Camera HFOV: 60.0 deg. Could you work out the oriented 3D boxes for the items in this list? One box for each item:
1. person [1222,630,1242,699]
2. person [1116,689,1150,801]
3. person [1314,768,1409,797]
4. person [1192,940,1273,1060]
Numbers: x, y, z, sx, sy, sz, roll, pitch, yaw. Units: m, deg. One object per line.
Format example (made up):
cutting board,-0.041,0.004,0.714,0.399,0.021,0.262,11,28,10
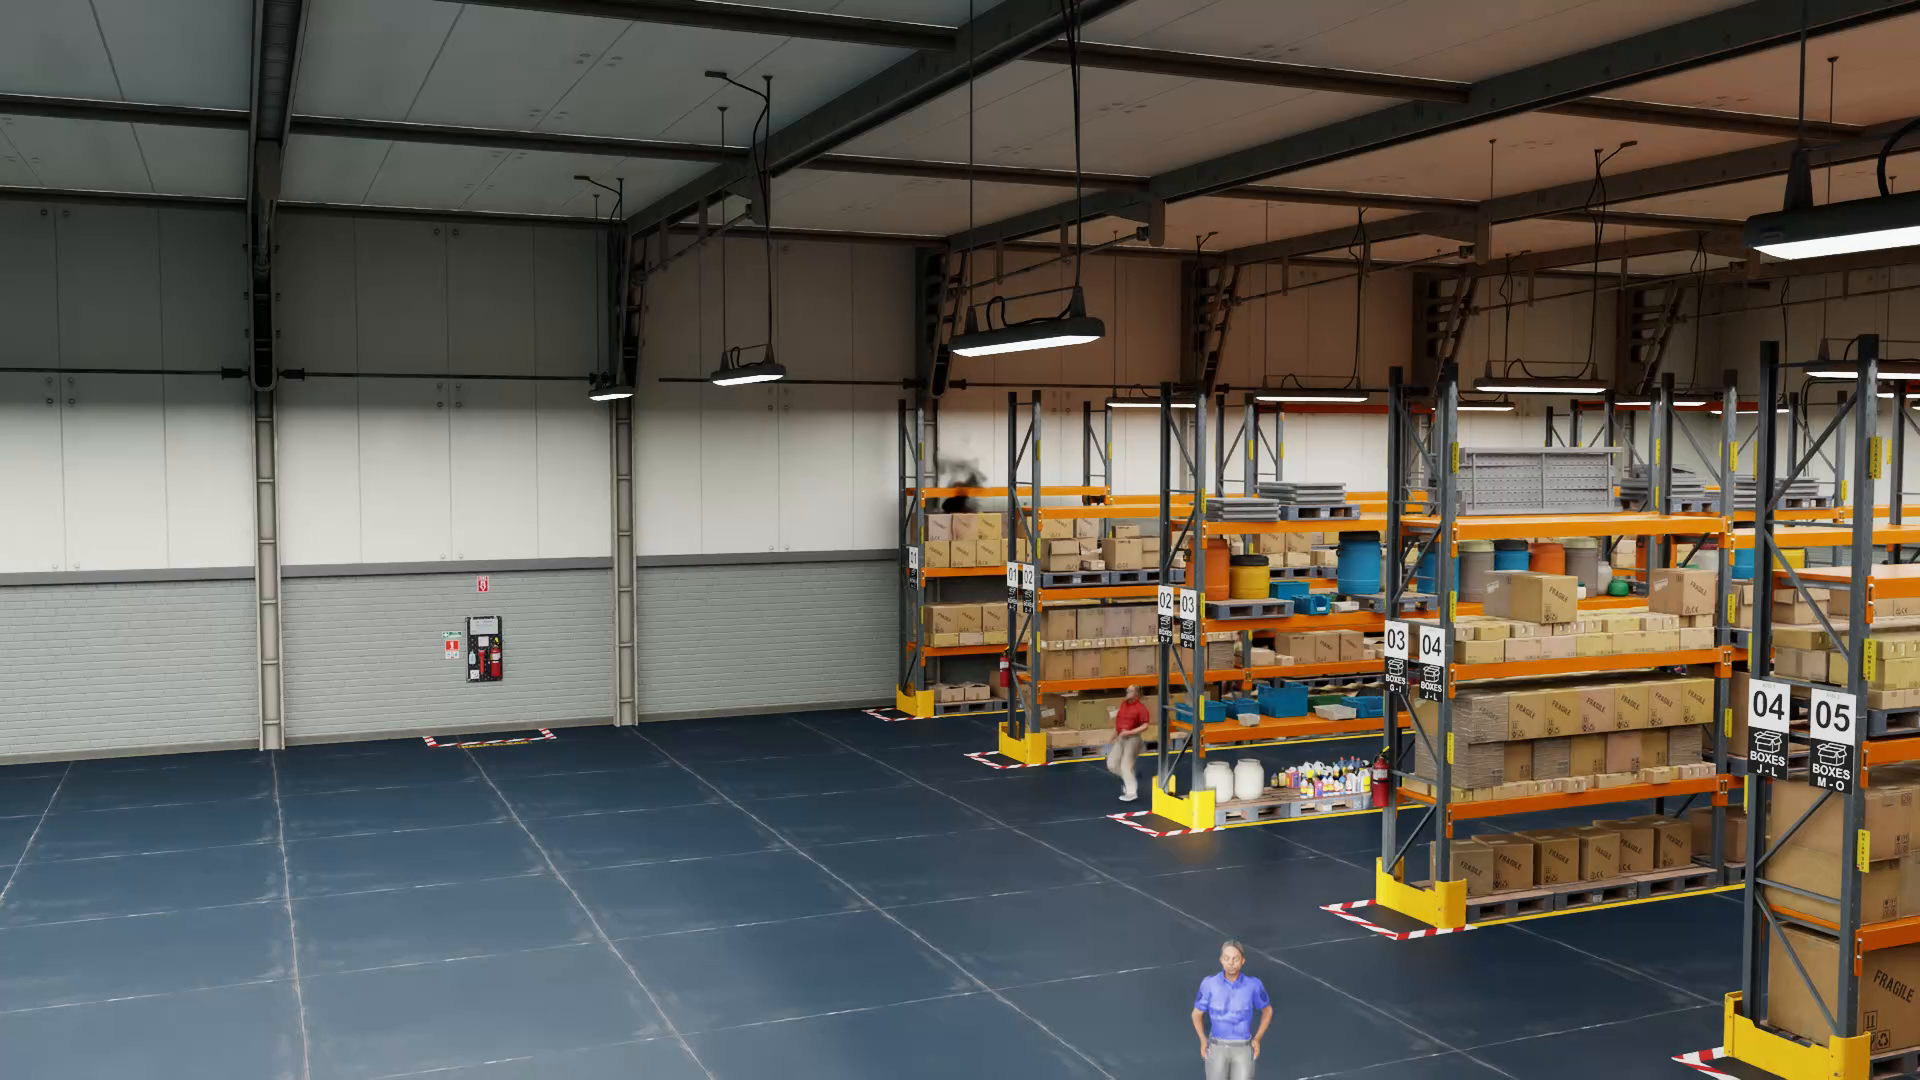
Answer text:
person,5.165,2.492,31.145,0.830,1.715,0.552,-2,4,-31
person,12.012,3.018,22.846,14.373,1.608,13.865,-2,4,-36
person,10.864,2.043,24.688,21.482,3.392,9.625,3,4,37
person,1.942,3.664,11.872,0.577,1.609,0.737,1,3,9
